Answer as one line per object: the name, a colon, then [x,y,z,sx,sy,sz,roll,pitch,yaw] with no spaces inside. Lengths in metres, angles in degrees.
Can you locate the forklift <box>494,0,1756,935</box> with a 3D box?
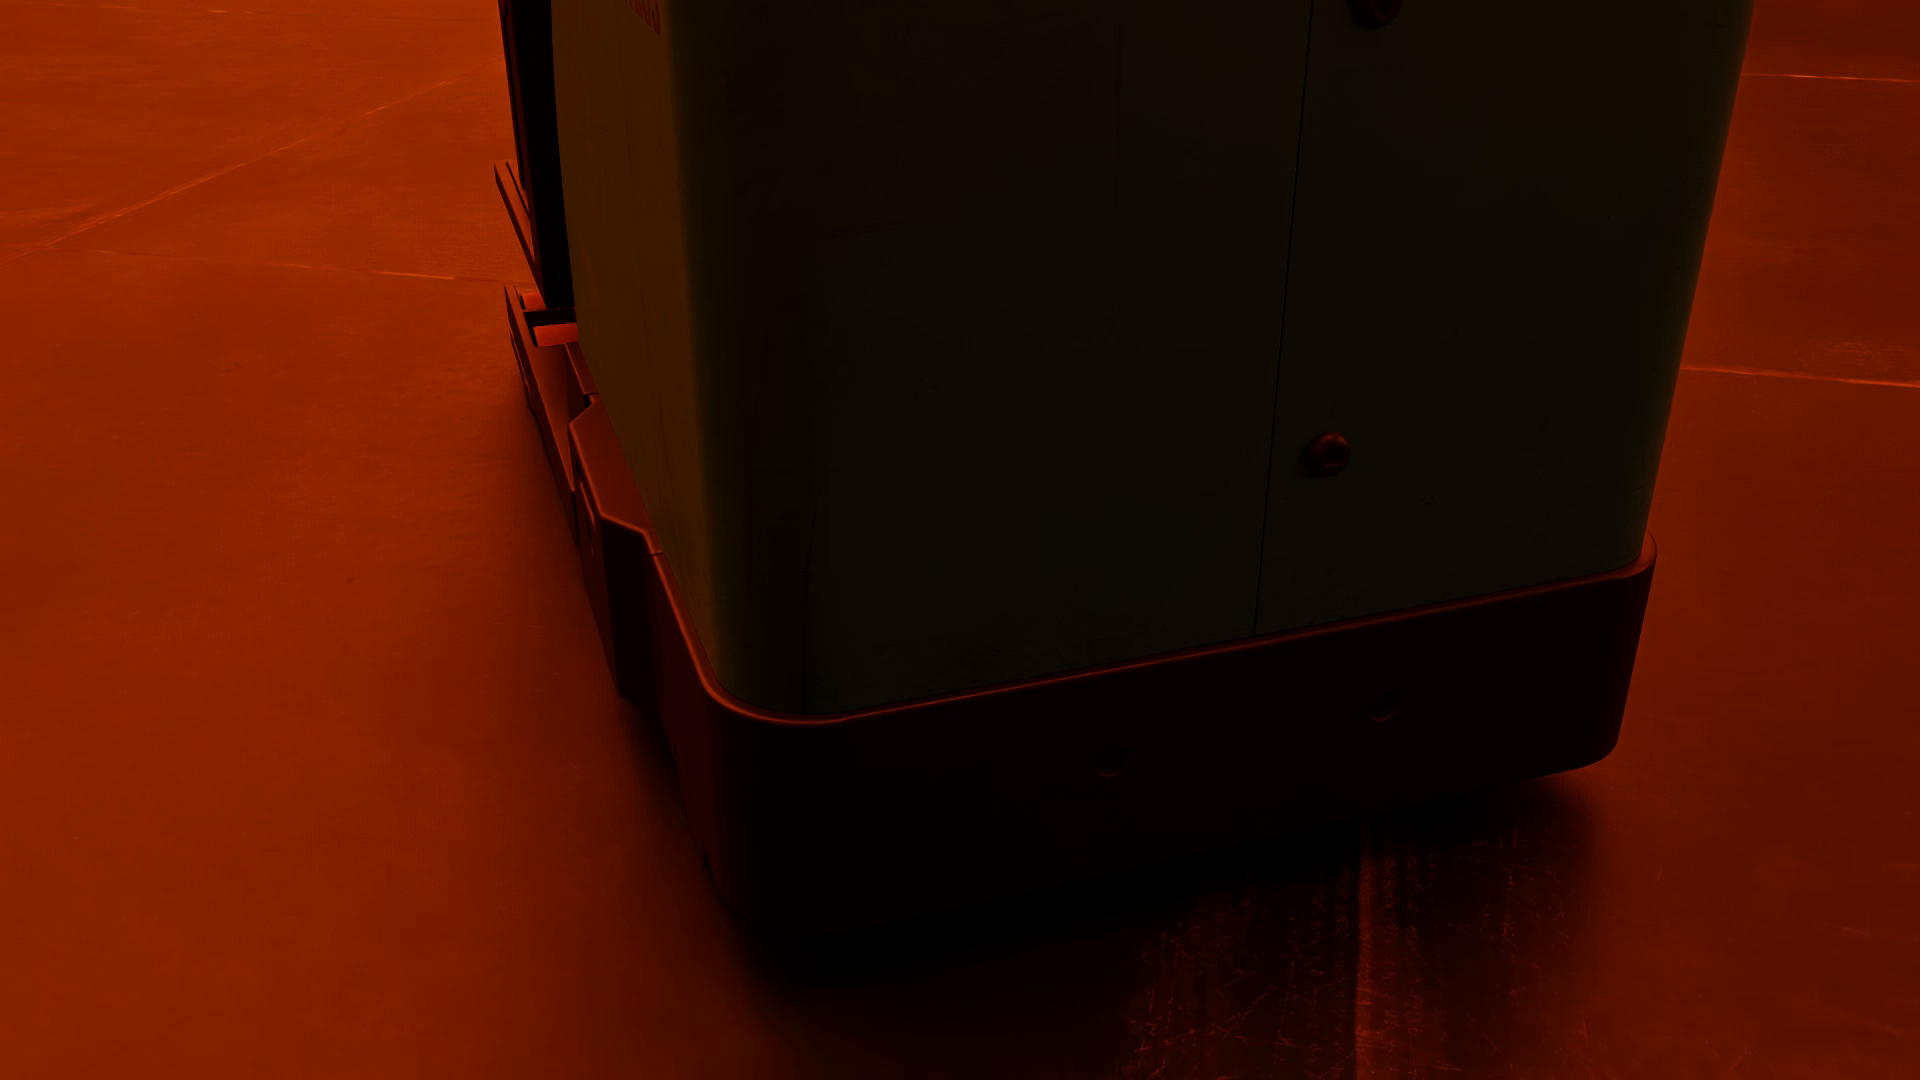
forklift: [-0.204,-1.575,2.368,1.130,2.935,3.031,-9,28,-17]
